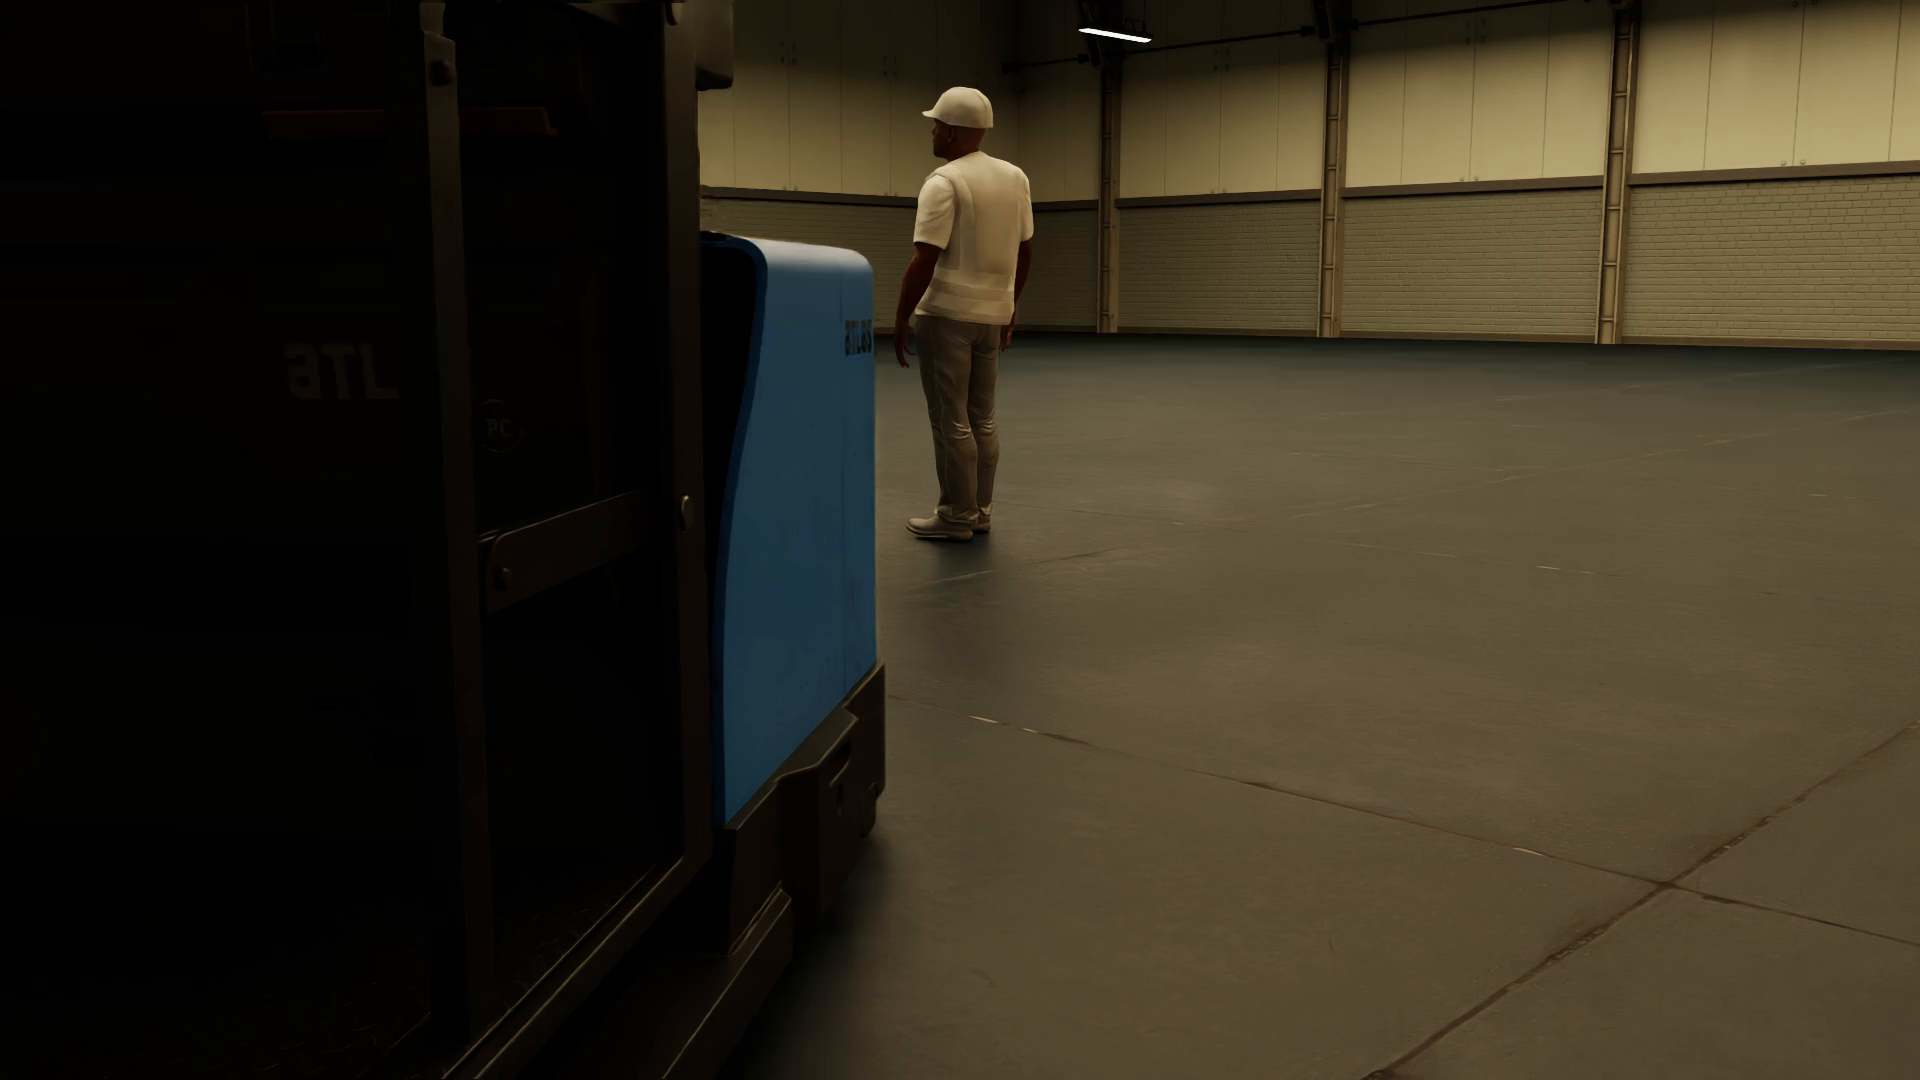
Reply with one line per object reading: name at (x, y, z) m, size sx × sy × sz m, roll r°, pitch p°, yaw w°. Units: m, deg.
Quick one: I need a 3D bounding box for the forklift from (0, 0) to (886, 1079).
forklift at (-0.880, -0.715, 1.624) m, size 1.130 × 2.935 × 3.031 m, roll 1°, pitch 9°, yaw 9°

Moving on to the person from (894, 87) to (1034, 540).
person at (-0.045, -0.888, 6.637) m, size 0.577 × 1.765 × 0.665 m, roll 8°, pitch 12°, yaw 43°
